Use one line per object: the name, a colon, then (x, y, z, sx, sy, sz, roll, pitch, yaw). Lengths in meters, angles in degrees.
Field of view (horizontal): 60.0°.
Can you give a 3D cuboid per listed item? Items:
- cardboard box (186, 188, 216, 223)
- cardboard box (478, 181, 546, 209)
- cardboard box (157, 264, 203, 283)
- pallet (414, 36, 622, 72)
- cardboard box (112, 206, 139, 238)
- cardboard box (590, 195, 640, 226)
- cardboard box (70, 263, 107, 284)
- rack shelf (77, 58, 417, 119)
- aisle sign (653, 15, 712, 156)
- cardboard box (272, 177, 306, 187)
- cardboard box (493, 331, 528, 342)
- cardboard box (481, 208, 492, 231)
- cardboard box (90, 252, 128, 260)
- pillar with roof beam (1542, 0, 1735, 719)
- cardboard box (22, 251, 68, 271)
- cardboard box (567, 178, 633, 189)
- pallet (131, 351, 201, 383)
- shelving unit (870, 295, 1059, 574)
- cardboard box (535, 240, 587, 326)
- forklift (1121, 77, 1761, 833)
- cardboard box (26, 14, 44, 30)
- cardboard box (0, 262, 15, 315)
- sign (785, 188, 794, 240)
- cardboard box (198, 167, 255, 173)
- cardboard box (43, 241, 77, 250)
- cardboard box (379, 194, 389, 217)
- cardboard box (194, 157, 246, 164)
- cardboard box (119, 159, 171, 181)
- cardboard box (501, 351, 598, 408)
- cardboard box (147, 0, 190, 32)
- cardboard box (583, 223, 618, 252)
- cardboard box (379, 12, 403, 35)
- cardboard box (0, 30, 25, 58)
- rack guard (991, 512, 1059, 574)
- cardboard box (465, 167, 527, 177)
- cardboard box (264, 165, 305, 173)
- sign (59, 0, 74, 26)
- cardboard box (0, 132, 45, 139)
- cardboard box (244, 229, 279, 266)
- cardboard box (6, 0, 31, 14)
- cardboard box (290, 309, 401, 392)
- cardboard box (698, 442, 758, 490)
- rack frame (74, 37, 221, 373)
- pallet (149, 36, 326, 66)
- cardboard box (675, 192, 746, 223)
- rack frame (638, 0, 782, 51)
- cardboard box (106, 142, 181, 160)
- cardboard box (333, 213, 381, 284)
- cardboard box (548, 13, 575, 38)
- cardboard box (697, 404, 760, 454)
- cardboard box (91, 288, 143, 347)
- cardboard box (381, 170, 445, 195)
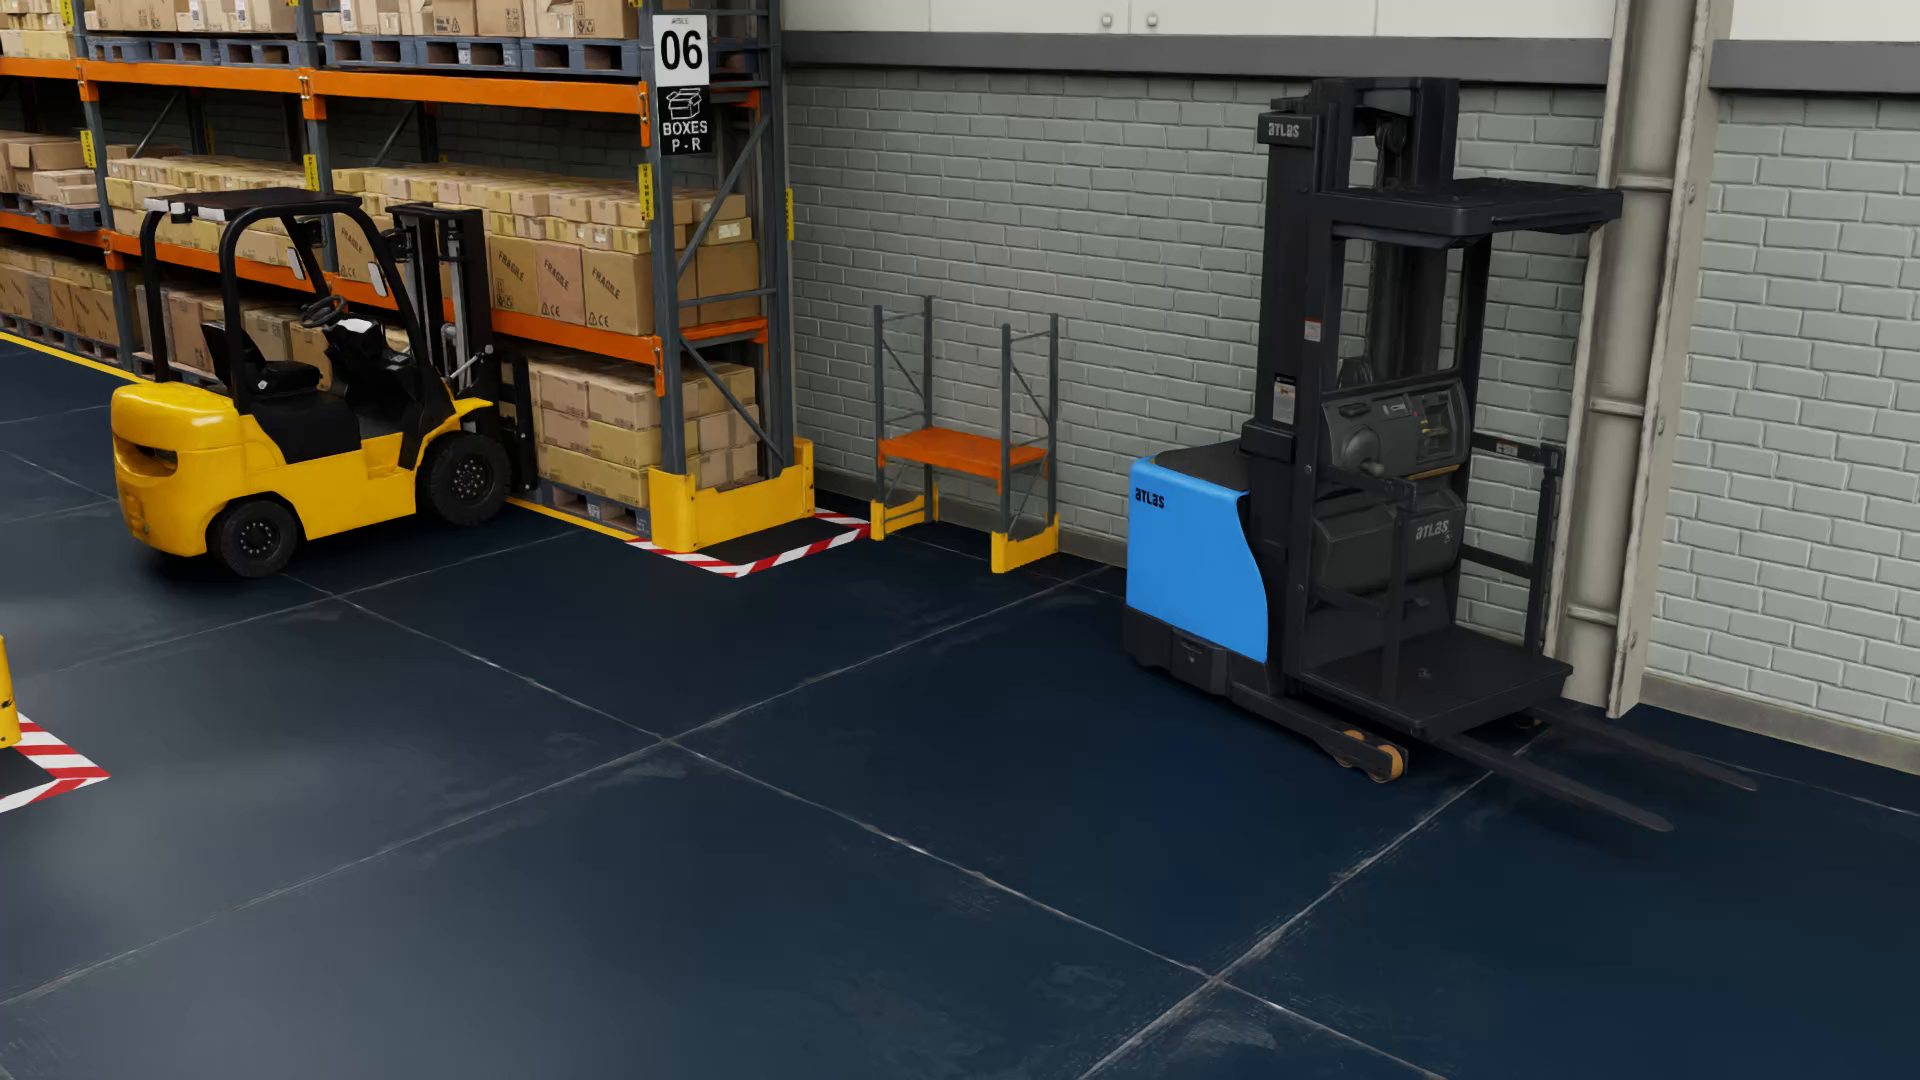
cardboard box: (-6.143, -2.834, 14.003, 0.500, 0.250, 0.500, 15, 23, 40)
cardboard box: (-3.040, -2.341, 11.300, 0.250, 0.149, 0.380, 15, 23, 40)
cardboard box: (-7.648, -2.611, 16.246, 0.250, 0.149, 0.380, 17, 24, 42)
pallet: (-2.910, -3.292, 11.213, 1.213, 0.211, 1.003, 15, 23, 39)
cardboard box: (-7.295, -2.902, 15.045, 0.500, 0.250, 0.500, 15, 23, 39)
cardboard box: (-2.094, -2.077, 10.468, 0.250, 0.149, 0.380, 15, 23, 39)
cardboard box: (-8.395, -2.588, 16.174, 0.250, 0.149, 0.380, 14, 22, 37)
rack shelf: (-5.969, -3.803, 13.867, 4.000, 0.370, 1.077, 15, 23, 39)
aisle sign: (-1.627, -2.671, 9.772, 0.004, 0.787, 0.394, 15, 23, 39)
cardboard box: (-5.229, -2.799, 13.234, 0.250, 0.149, 0.380, 15, 23, 39)
cardboard box: (-3.218, -1.423, 12.335, 0.500, 0.250, 0.500, 15, 23, 40)
cardboard box: (-3.029, -2.197, 11.339, 0.250, 0.149, 0.380, 15, 23, 39)
cardboard box: (-8.651, -2.859, 17.026, 0.250, 0.149, 0.380, 15, 23, 40)
pillar with roof beam: (0.226, -2.536, 3.727, 0.400, 9.000, 9.100, 15, 23, 39)
cardboard box: (-9.347, -2.859, 17.027, 0.250, 0.149, 0.380, 16, 24, 41)
cardboard box: (-2.491, -2.411, 11.522, 0.250, 0.149, 0.380, 14, 23, 38)
pallet: (-6.875, -1.615, 15.351, 1.213, 0.211, 1.003, 15, 23, 39)
shelving unit: (0.023, -0.682, 10.281, 1.083, 1.500, 0.587, 15, 23, 38)
cardboard box: (-2.405, -1.705, 10.860, 0.500, 0.500, 0.500, 16, 24, 41)
forklift: (2.098, -0.501, 7.344, 1.130, 2.935, 3.031, -12, 21, -33)
cardboard box: (-8.465, -4.838, 15.527, 0.250, 0.149, 0.380, 15, 23, 39)
cardboard box: (-9.839, -2.677, 17.526, 0.500, 0.500, 0.500, 15, 23, 39)
sign: (-1.108, -2.086, 10.665, 0.005, 0.325, 0.100, 15, 23, 39)
cardboard box: (-6.191, -3.057, 14.048, 0.250, 0.149, 0.380, 15, 23, 39)
cardboard box: (-9.602, -3.132, 17.887, 0.250, 0.149, 0.380, 15, 23, 40)
cardboard box: (-4.001, -2.450, 12.137, 0.250, 0.149, 0.380, 15, 23, 39)
cardboard box: (-6.664, -3.362, 15.009, 0.250, 0.149, 0.380, 15, 23, 39)
cardboard box: (-7.221, -3.291, 14.785, 0.250, 0.149, 0.380, 16, 23, 40)
cardboard box: (-2.802, -1.100, 11.317, 0.500, 0.250, 0.500, 15, 23, 40)
cardboard box: (-6.323, -4.438, 13.654, 0.500, 0.500, 0.500, 16, 23, 41)
cardboard box: (-2.137, -1.919, 10.463, 0.250, 0.149, 0.380, 16, 23, 40)
cardboard box: (-3.764, -3.559, 11.466, 0.250, 0.149, 0.380, 16, 24, 41)
cardboard box: (-8.761, -4.725, 15.832, 0.500, 0.250, 0.500, 15, 23, 39)
rack guard: (0.401, 0.012, 10.161, 0.087, 0.250, 0.587, 15, 23, 38)
cardboard box: (-3.438, -2.672, 12.342, 0.250, 0.149, 0.380, 14, 23, 38)
cardboard box: (-5.703, -3.107, 14.207, 0.250, 0.149, 0.380, 15, 23, 40)
sign: (-7.826, -4.672, 14.560, 0.005, 0.325, 0.100, 15, 23, 39)
cardboard box: (-9.856, -3.917, 17.136, 0.500, 0.500, 0.700, 15, 23, 40)
cardboard box: (-5.403, -2.385, 13.416, 0.500, 0.250, 0.500, 15, 23, 39)
cardboard box: (-8.699, -5.020, 15.611, 0.250, 0.149, 0.380, 14, 23, 38)
cardboard box: (-4.871, -1.485, 13.565, 0.625, 0.625, 0.875, 16, 24, 42)
cardboard box: (-1.719, -0.544, 11.219, 0.500, 0.250, 0.500, 15, 23, 39)
rack frame: (-7.465, -3.118, 15.477, 0.127, 3.000, 1.000, 15, 23, 39)
pallet: (-6.059, -4.118, 13.981, 1.213, 0.211, 1.003, 16, 24, 42)
cardboard box: (-1.591, -2.126, 10.623, 0.250, 0.149, 0.380, 14, 23, 38)
rack frame: (-1.481, -4.371, 9.509, 0.127, 3.000, 1.000, 15, 23, 39)
cardboard box: (-7.746, -3.504, 15.836, 0.500, 0.500, 0.500, 16, 24, 42)
cardboard box: (-4.314, -2.214, 12.465, 0.500, 0.500, 0.500, 14, 22, 38)
cardboard box: (-2.303, -3.167, 10.229, 0.250, 0.149, 0.380, 14, 22, 38)
cardboard box: (-1.695, -0.781, 11.138, 0.500, 0.250, 0.500, 16, 23, 40)
cardboard box: (-7.924, -2.163, 15.906, 0.500, 0.500, 0.500, 16, 24, 41)
cardboard box: (-3.979, -2.601, 12.119, 0.250, 0.149, 0.380, 14, 23, 38)
